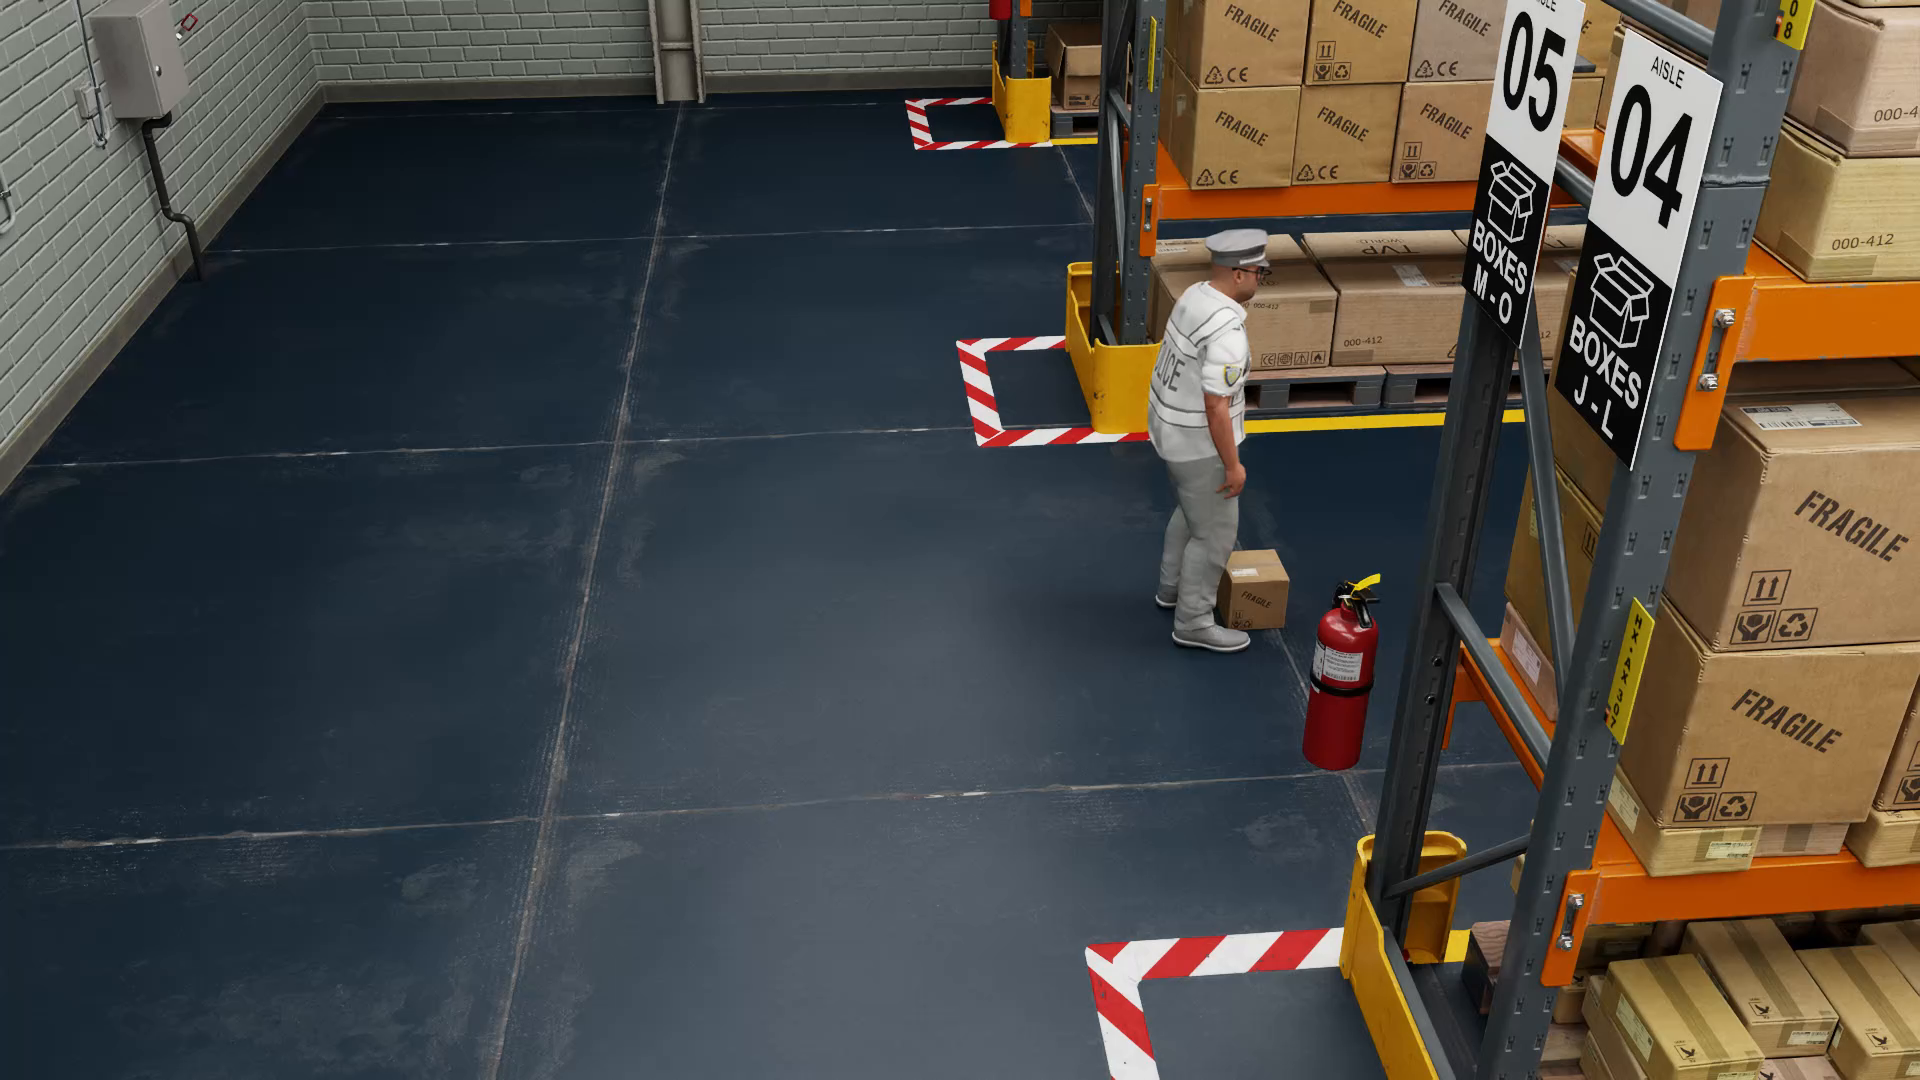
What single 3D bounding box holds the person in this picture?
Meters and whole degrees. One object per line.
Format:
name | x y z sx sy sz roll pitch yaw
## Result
person | 0.994 -0.414 6.816 0.430 1.749 0.599 -4 31 -6
